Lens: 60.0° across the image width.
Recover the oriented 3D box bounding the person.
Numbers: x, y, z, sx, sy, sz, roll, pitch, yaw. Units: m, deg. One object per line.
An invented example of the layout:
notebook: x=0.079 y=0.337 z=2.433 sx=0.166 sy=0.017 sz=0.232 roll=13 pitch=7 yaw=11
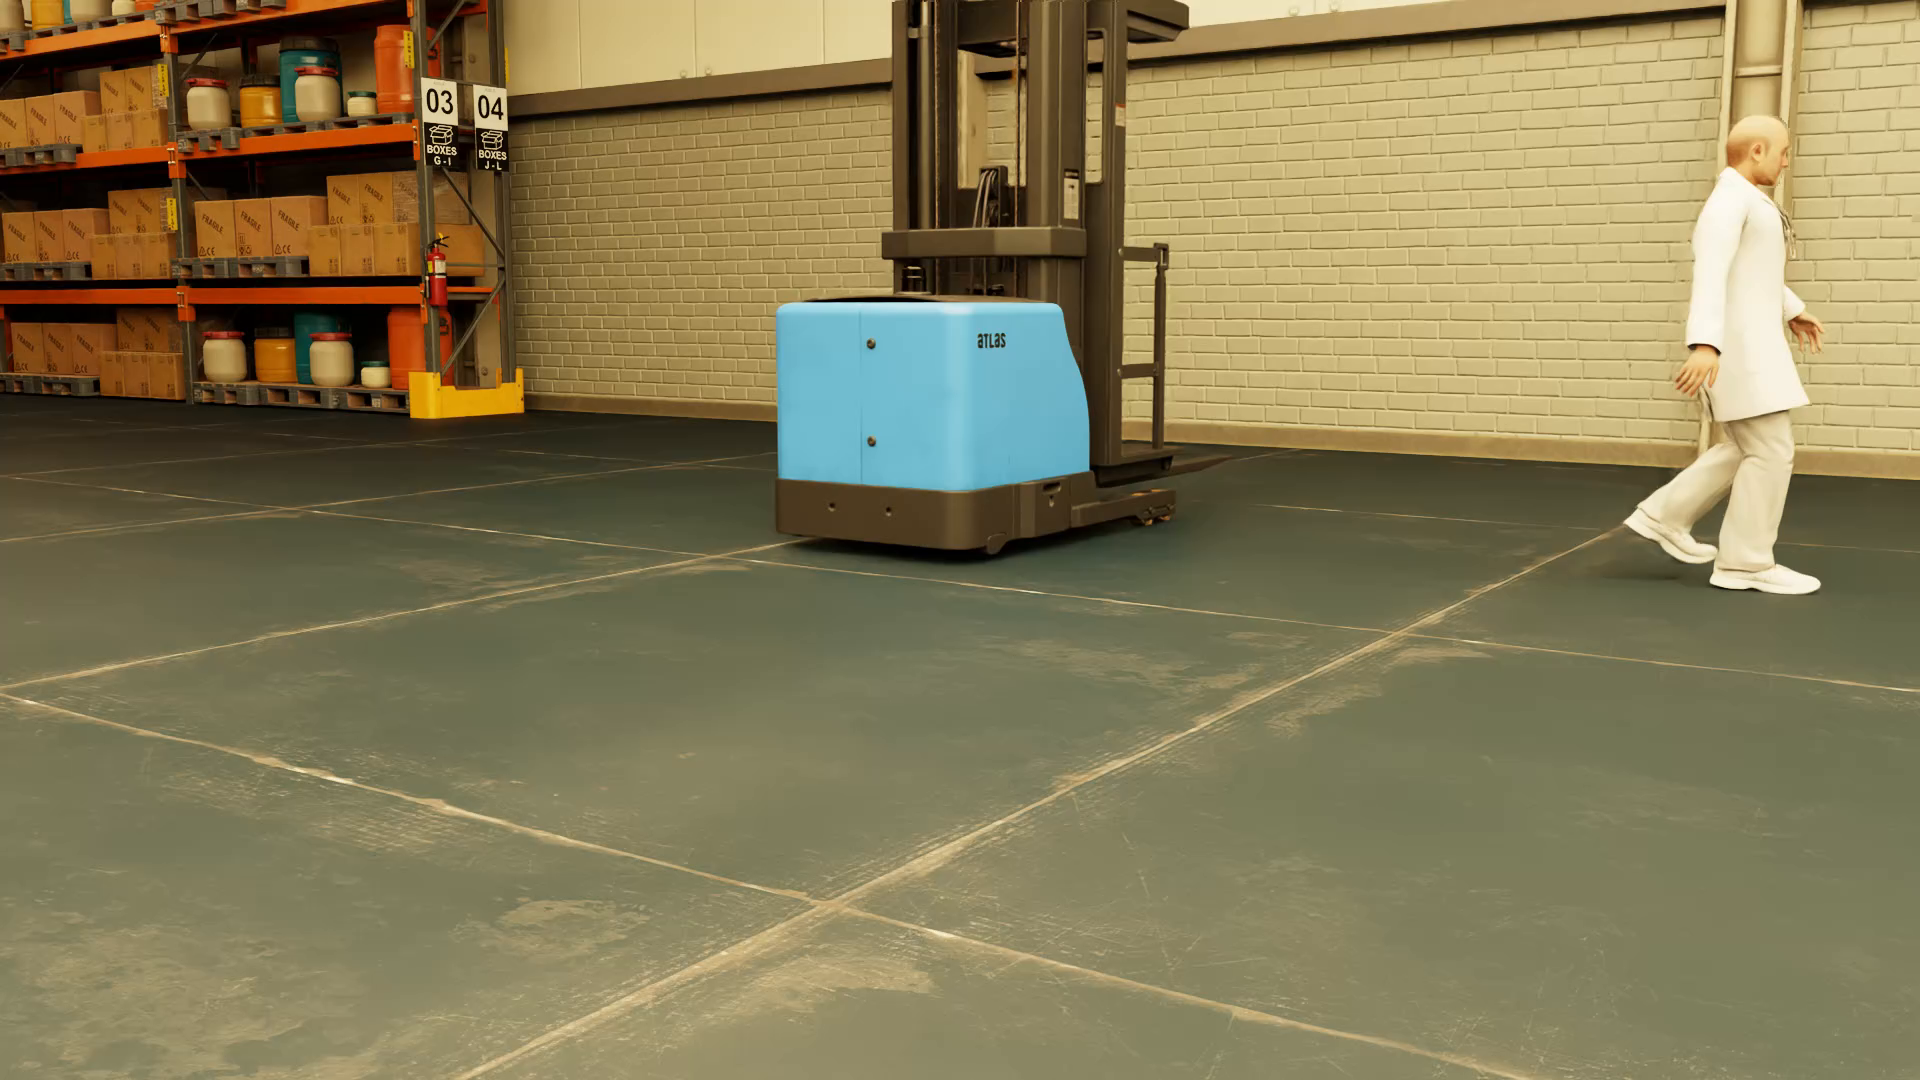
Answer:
person: x=2.921 y=-0.696 z=6.266 sx=0.704 sy=1.762 sz=0.880 roll=3 pitch=9 yaw=19

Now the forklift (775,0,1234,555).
forklift: x=0.419 y=-1.552 z=8.106 sx=1.130 sy=2.935 sz=3.031 roll=5 pitch=10 yaw=33
